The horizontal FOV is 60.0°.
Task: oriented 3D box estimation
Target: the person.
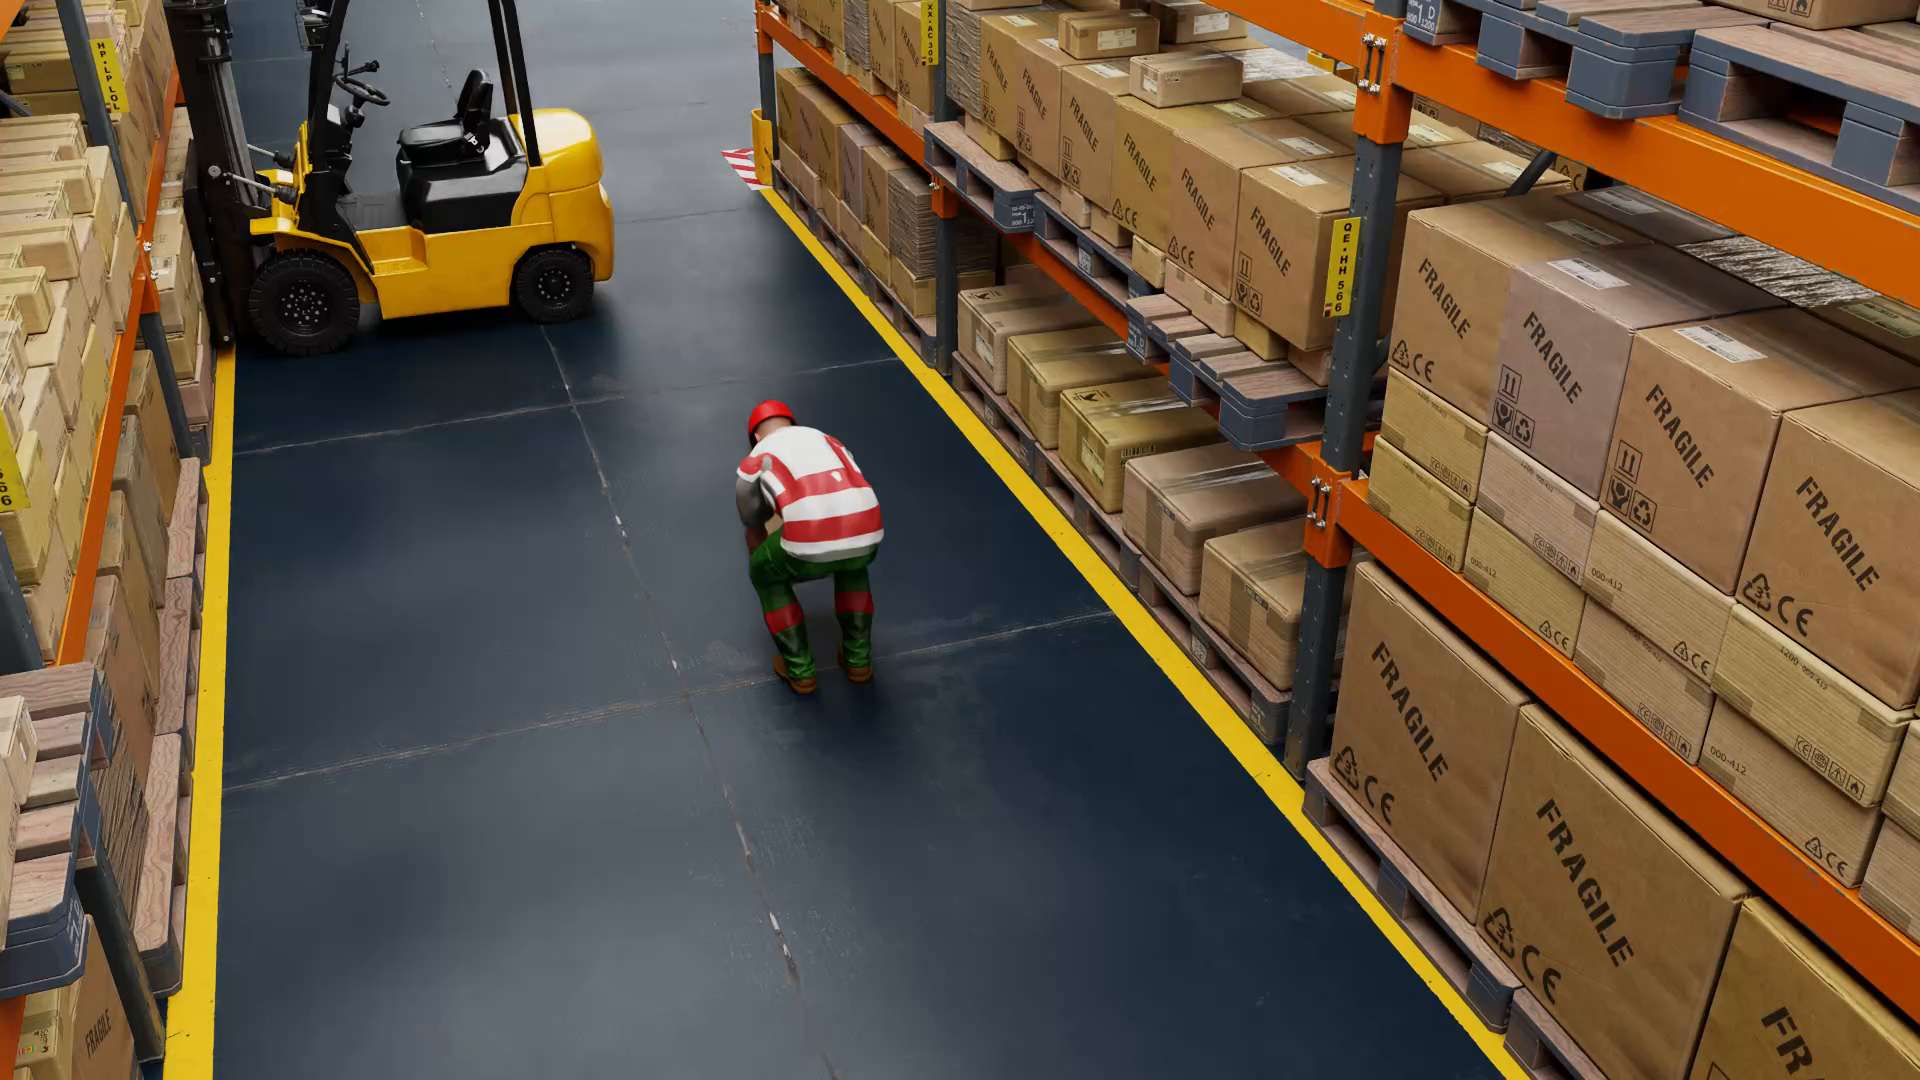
[{"bbox_3d":[-0.631,0.033,6.832,0.533,1.011,0.958,-12,32,-20],"label":"person"}]
